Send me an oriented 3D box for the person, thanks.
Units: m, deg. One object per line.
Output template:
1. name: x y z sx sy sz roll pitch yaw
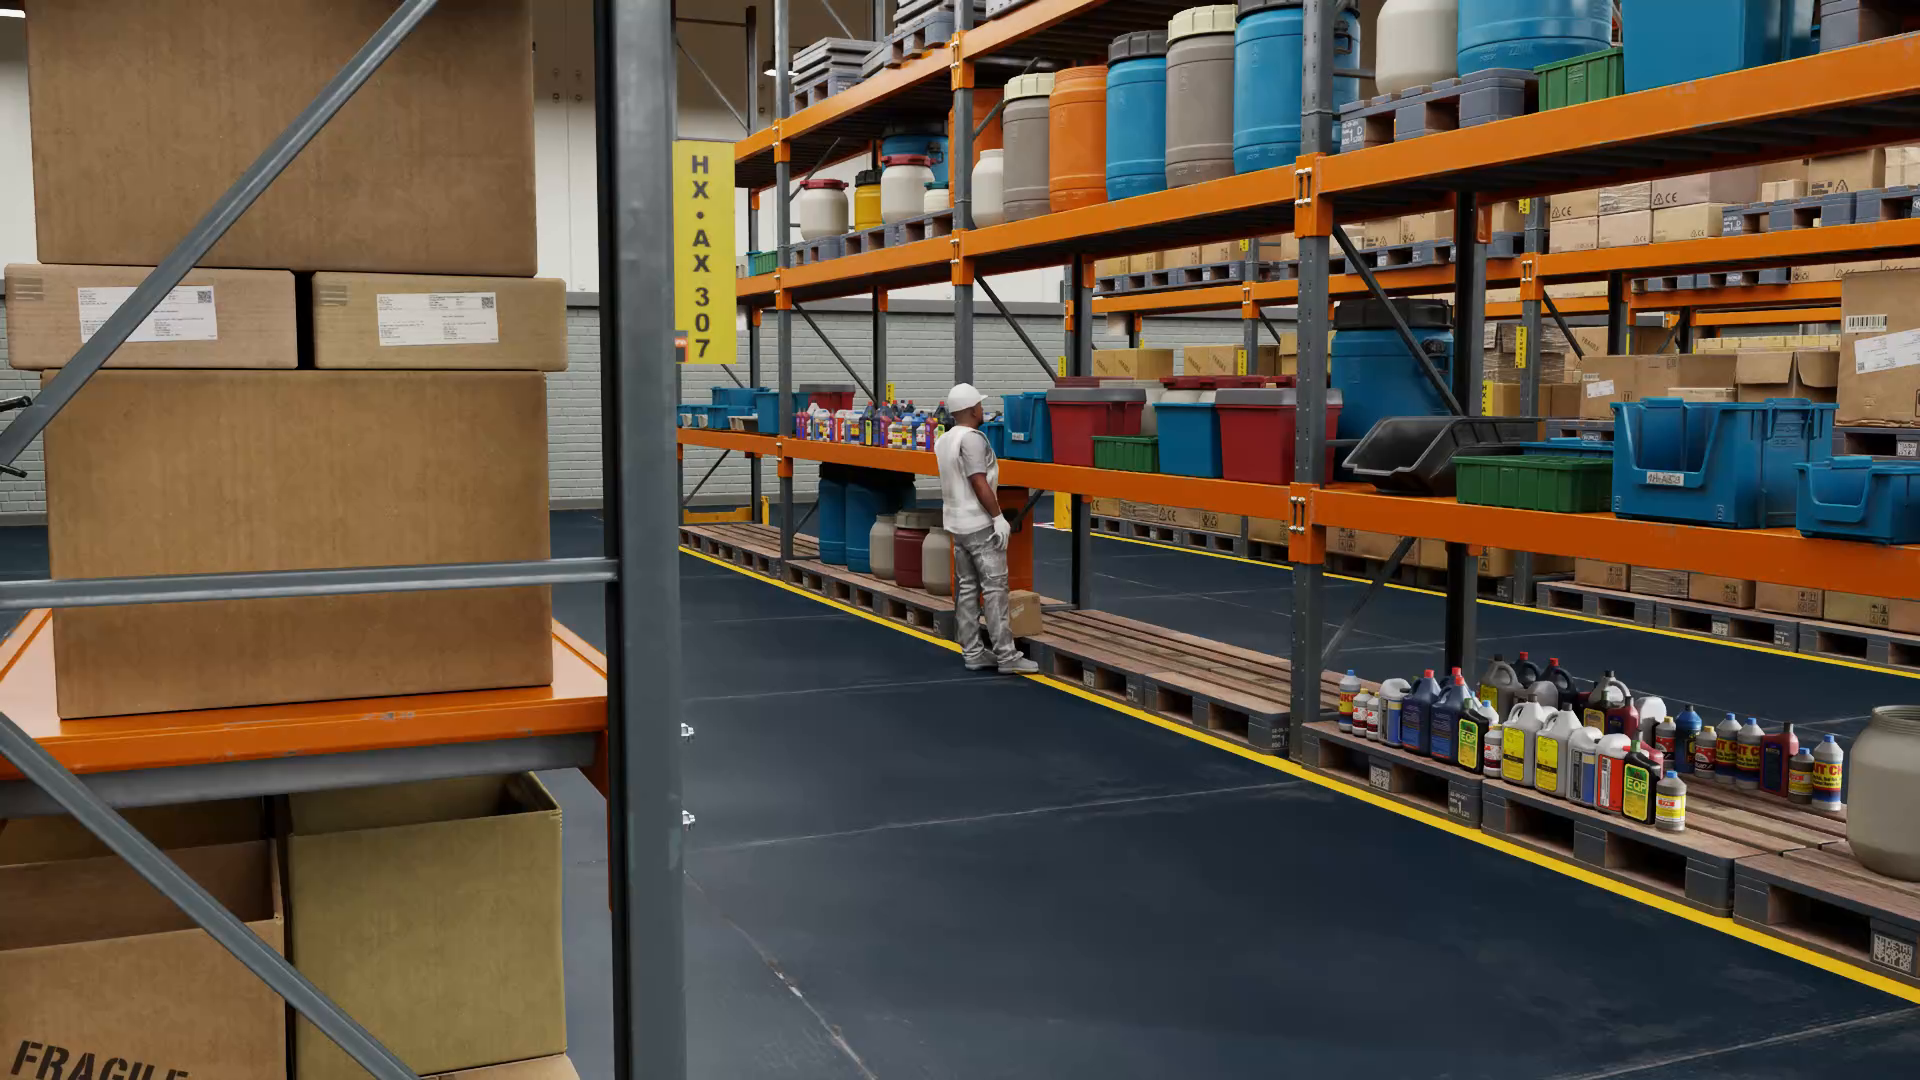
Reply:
1. person: 0.165 -0.079 10.380 0.575 1.779 0.656 -2 6 -24
